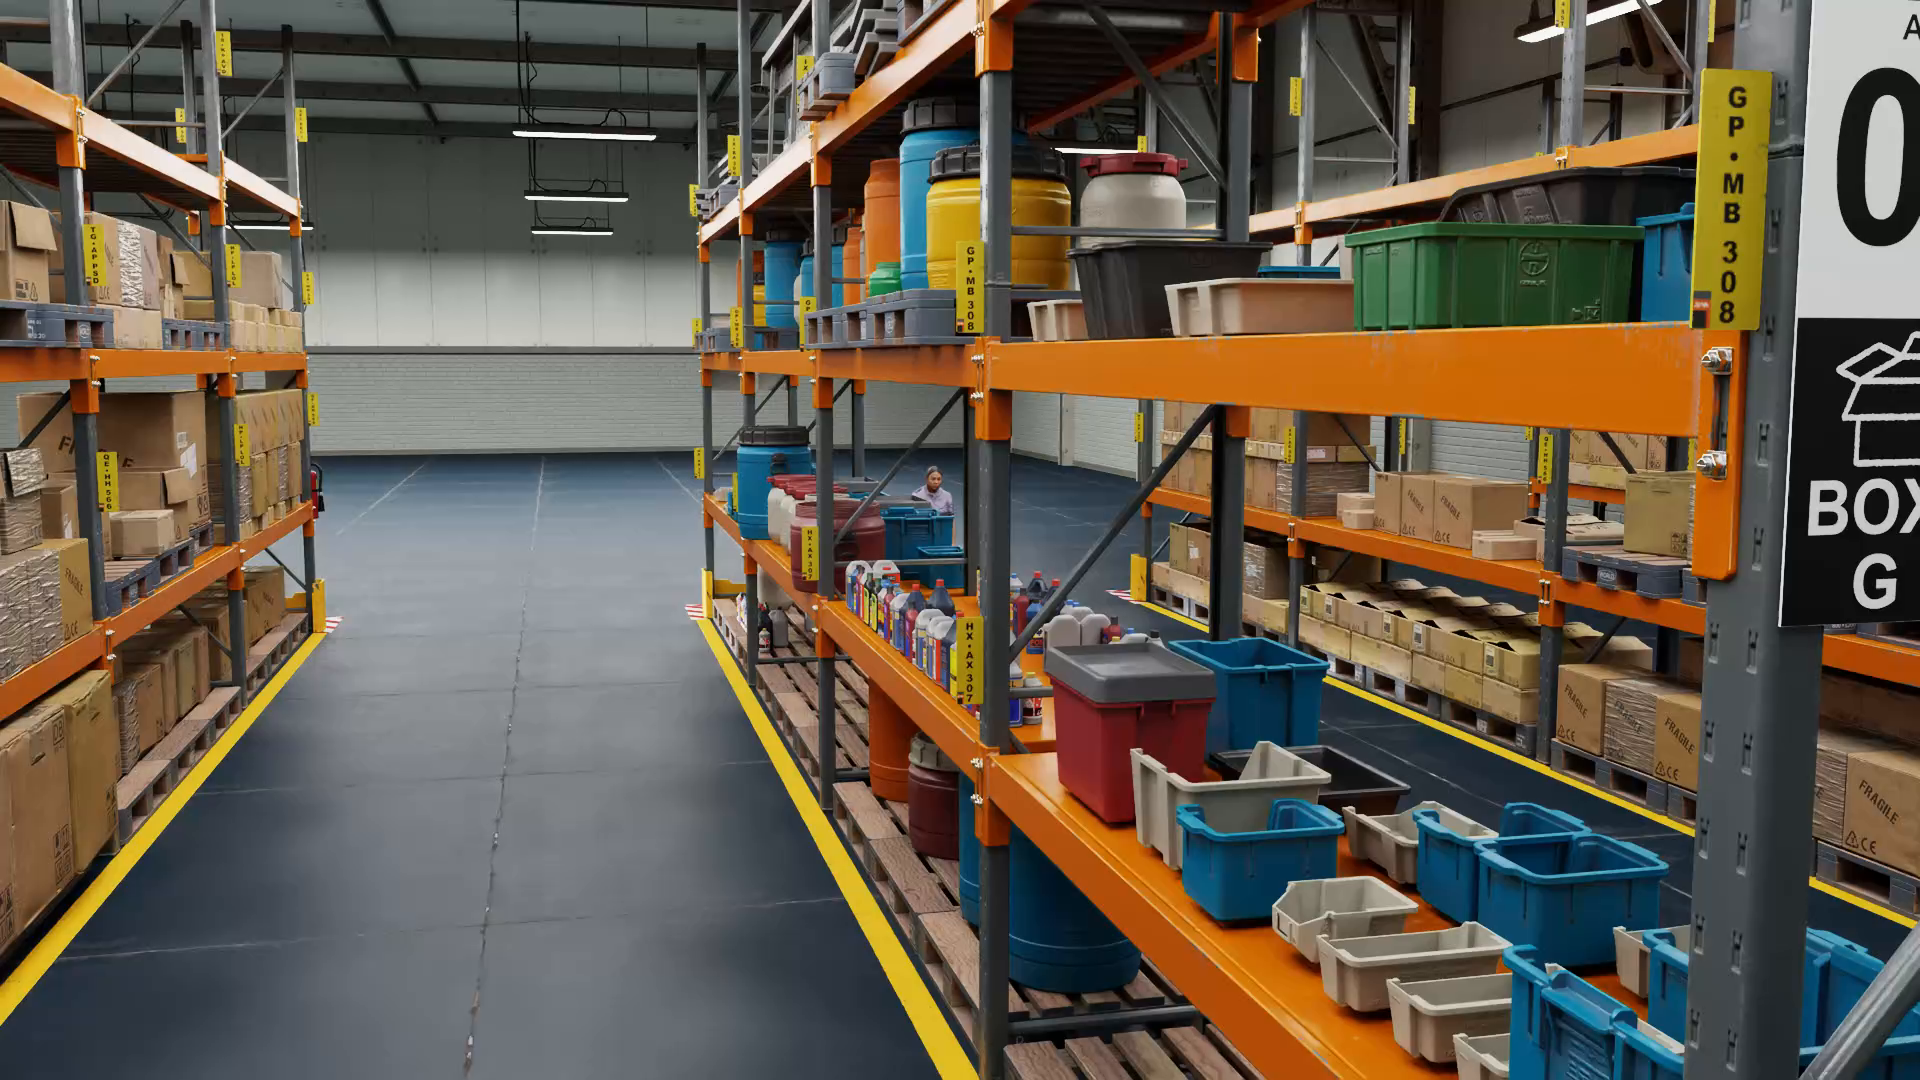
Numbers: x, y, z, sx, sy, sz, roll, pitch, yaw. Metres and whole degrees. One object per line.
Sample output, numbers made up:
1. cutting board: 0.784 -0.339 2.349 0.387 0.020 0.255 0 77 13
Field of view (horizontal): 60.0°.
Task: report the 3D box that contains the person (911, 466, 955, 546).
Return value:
1. person: -0.312 0.052 17.244 0.544 1.652 0.367 -2 6 -14
